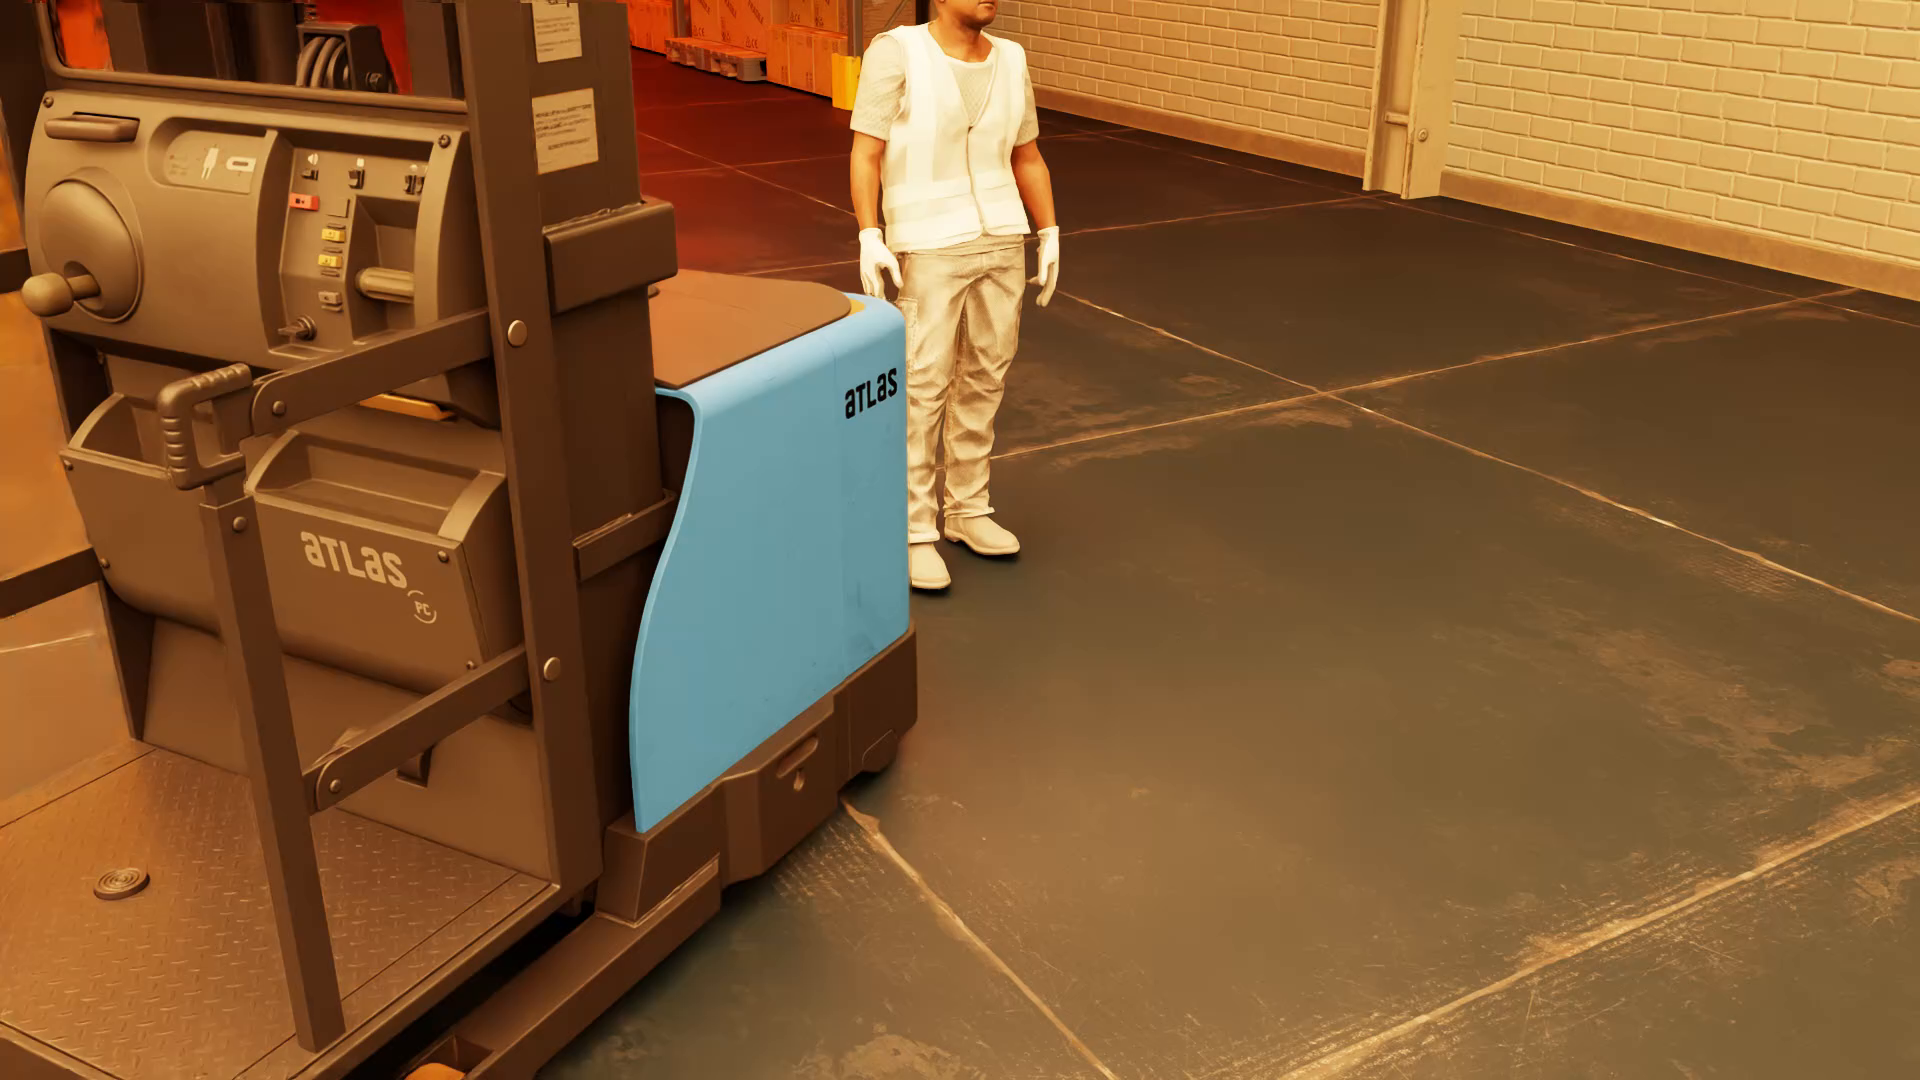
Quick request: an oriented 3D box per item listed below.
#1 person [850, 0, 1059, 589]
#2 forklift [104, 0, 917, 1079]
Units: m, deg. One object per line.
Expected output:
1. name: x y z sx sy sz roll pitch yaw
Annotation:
1. person: 0.028 -0.789 4.739 0.656 1.745 0.577 -12 25 -28
2. forklift: -1.238 -0.474 2.427 1.130 2.935 3.031 11 25 26
